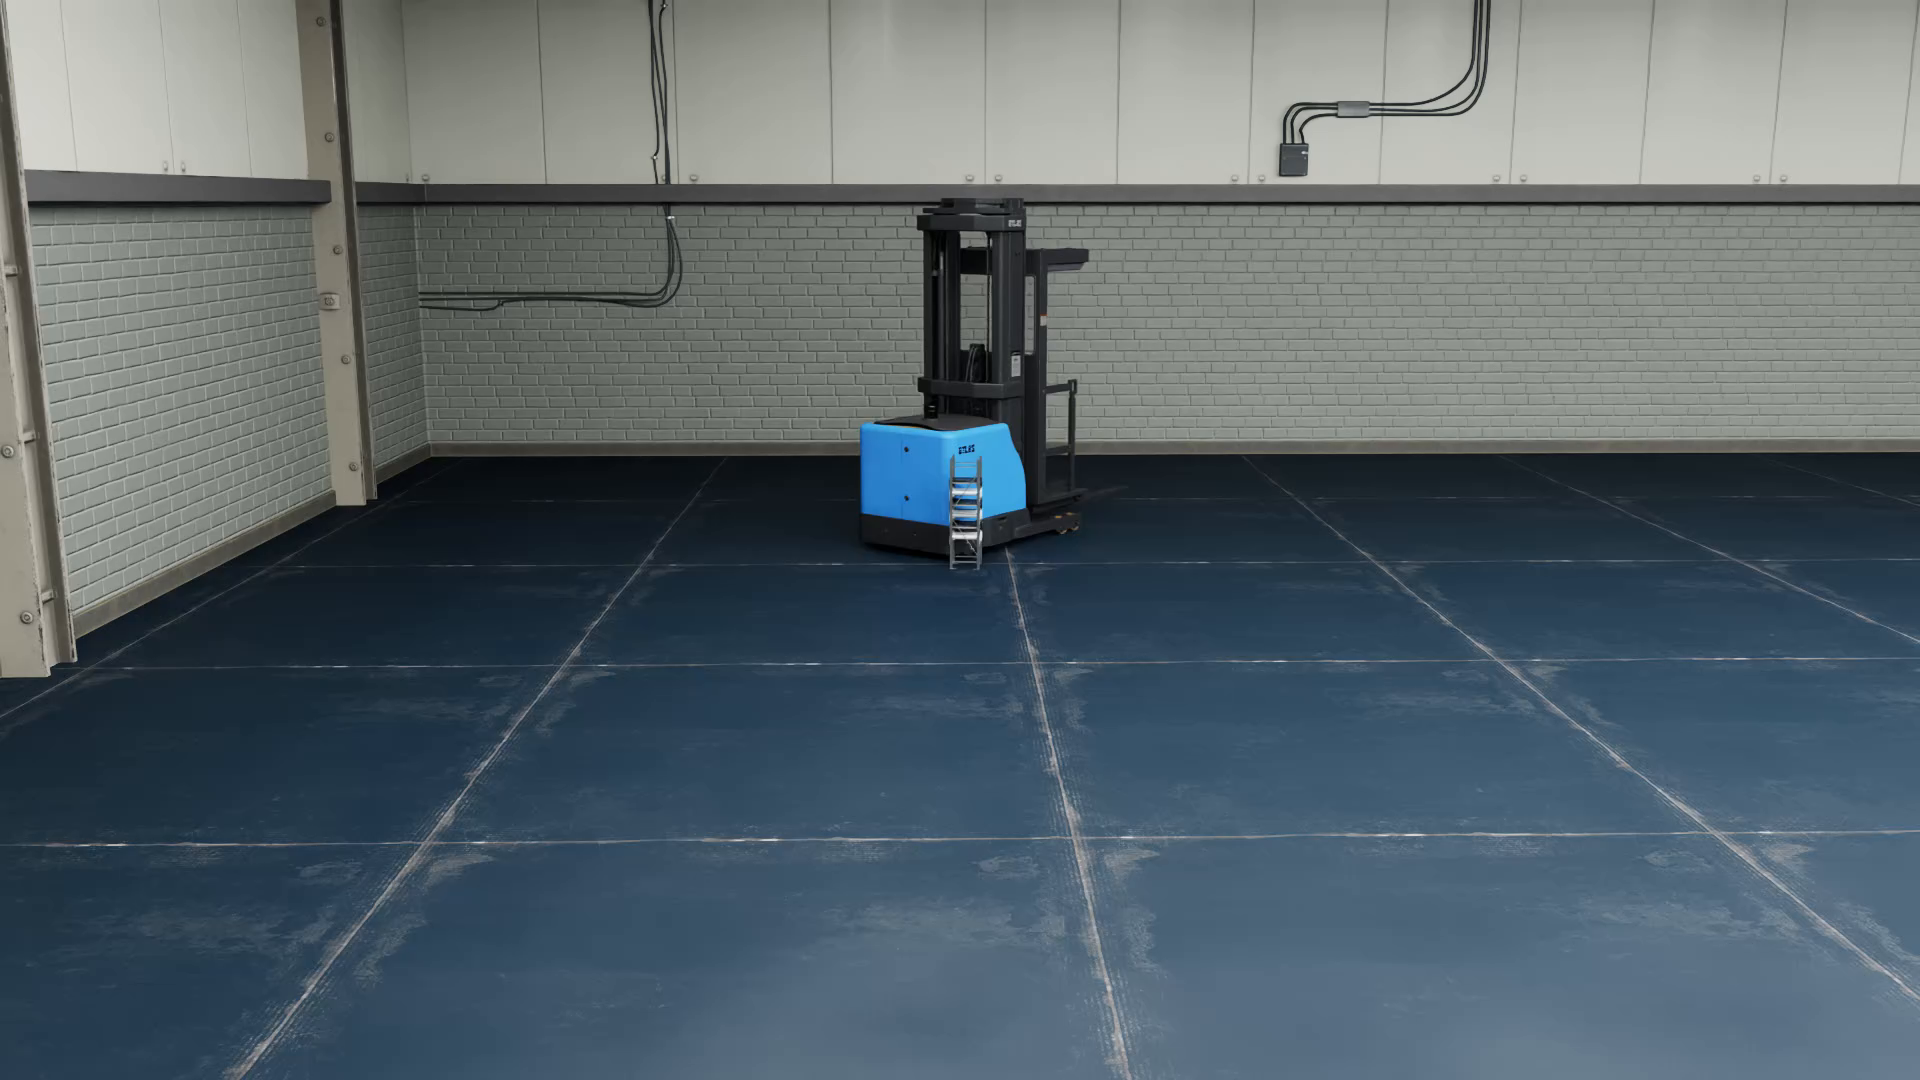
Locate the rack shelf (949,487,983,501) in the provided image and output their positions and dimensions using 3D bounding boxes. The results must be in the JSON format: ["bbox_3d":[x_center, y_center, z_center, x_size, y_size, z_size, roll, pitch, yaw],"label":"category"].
[{"bbox_3d":[0.047,-0.368,13.374,0.258,0.077,0.200,1,12,5],"label":"rack shelf"}]

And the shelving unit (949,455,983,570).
[{"bbox_3d":[0.048,-0.225,13.403,0.258,0.900,0.210,1,12,5],"label":"shelving unit"}]

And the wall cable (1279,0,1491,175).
[{"bbox_3d":[4.782,-7.082,18.280,2.305,6.003,0.169,0,11,-1],"label":"wall cable"}]

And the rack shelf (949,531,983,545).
[{"bbox_3d":[0.048,-0.016,13.446,0.258,0.077,0.200,1,12,5],"label":"rack shelf"}]

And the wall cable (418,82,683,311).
[{"bbox_3d":[-4.710,-3.857,18.750,3.097,2.526,0.112,0,11,-1],"label":"wall cable"}]

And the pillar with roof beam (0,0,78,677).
[{"bbox_3d":[-1.543,-3.613,9.736,9.100,9.000,0.400,0,11,-1],"label":"pillar with roof beam"}]

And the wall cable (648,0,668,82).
[{"bbox_3d":[-2.005,-6.344,18.303,3.097,2.526,0.112,0,11,-1],"label":"wall cable"}]

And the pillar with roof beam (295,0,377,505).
[{"bbox_3d":[-1.667,-4.806,15.615,9.100,9.000,0.400,0,11,-1],"label":"pillar with roof beam"}]

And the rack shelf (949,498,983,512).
[{"bbox_3d":[0.048,-0.280,13.392,0.258,0.077,0.200,1,12,5],"label":"rack shelf"}]

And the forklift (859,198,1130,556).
[{"bbox_3d":[0.443,-1.540,14.779,1.130,2.935,3.031,9,14,37],"label":"forklift"}]

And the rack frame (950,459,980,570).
[{"bbox_3d":[0.038,-0.205,13.304,0.240,0.900,0.006,1,12,5],"label":"rack frame"}]

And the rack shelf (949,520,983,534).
[{"bbox_3d":[0.048,-0.104,13.428,0.258,0.077,0.200,1,12,5],"label":"rack shelf"}]

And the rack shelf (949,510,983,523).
[{"bbox_3d":[0.048,-0.192,13.410,0.258,0.077,0.200,1,12,5],"label":"rack shelf"}]

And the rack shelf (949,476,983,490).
[{"bbox_3d":[0.047,-0.457,13.356,0.258,0.077,0.200,1,12,5],"label":"rack shelf"}]

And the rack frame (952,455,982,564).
[{"bbox_3d":[0.057,-0.245,13.502,0.240,0.900,0.006,1,12,5],"label":"rack frame"}]
